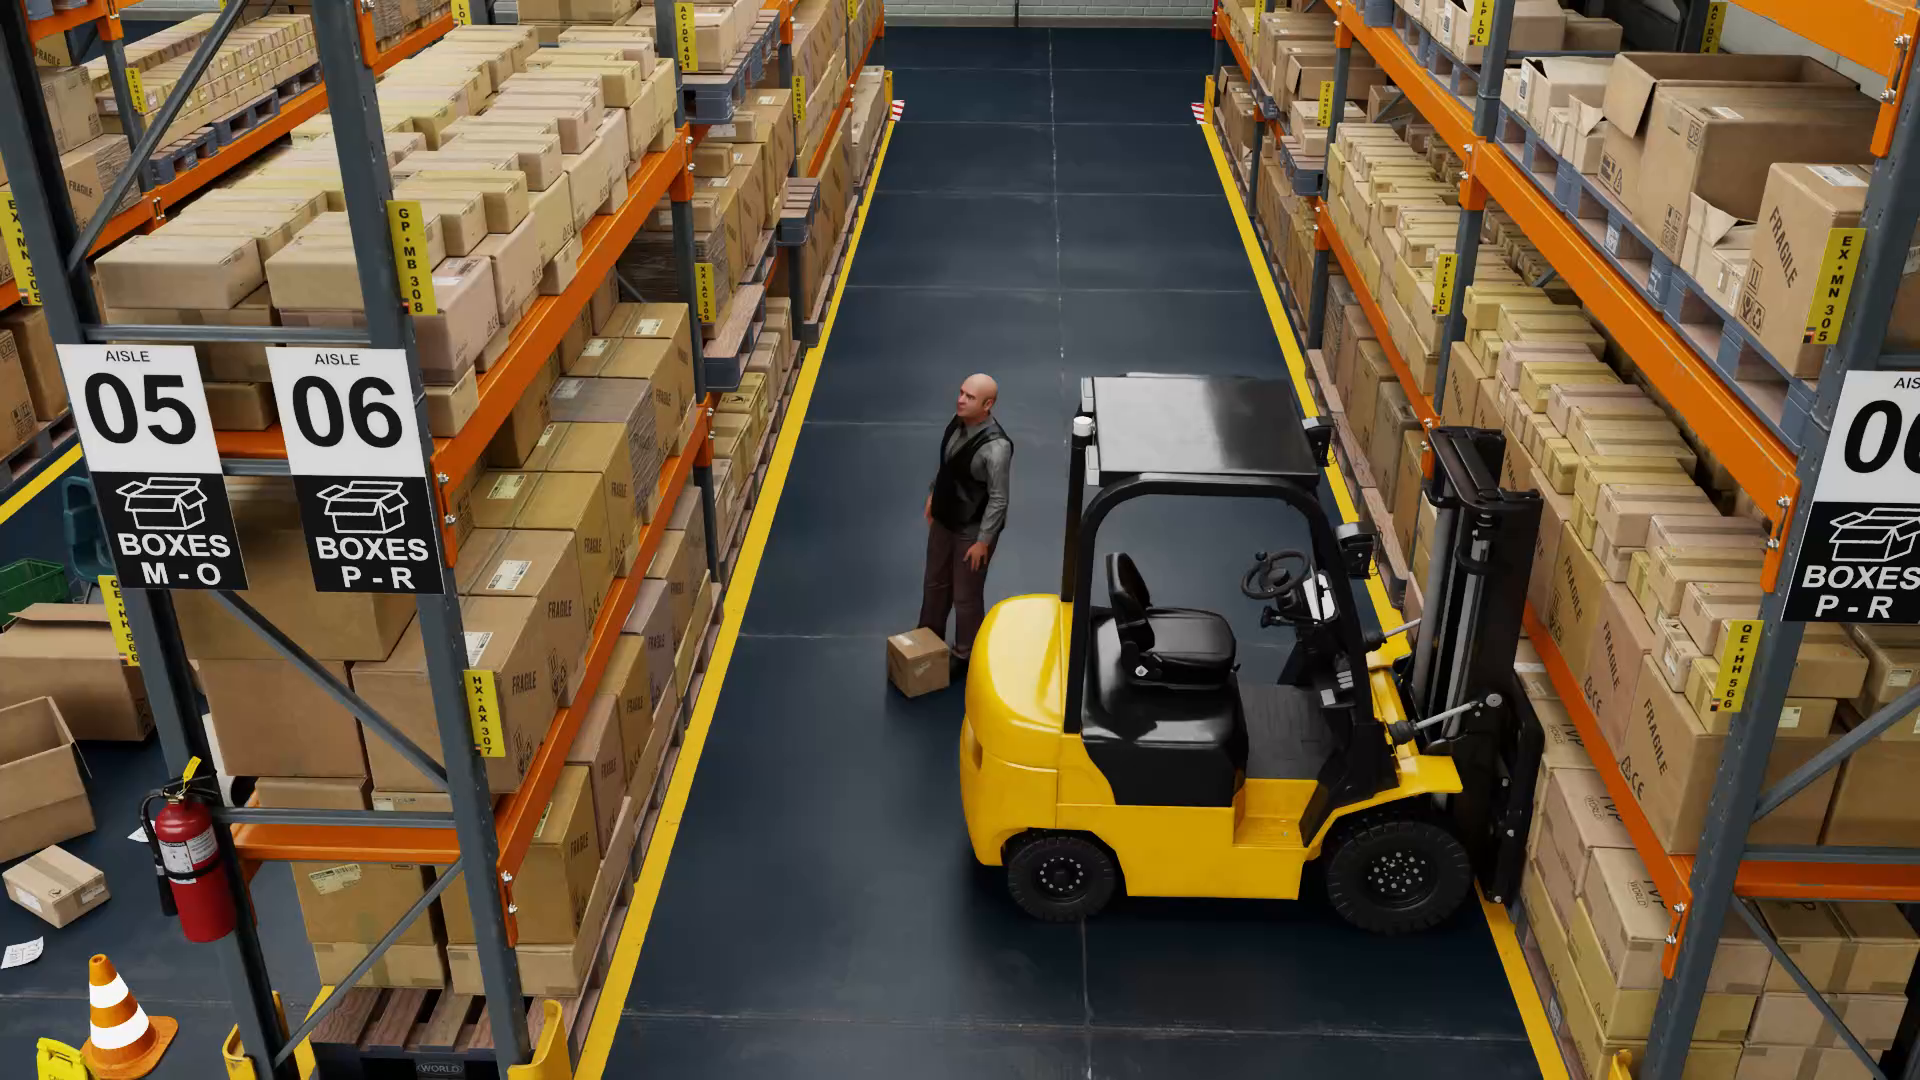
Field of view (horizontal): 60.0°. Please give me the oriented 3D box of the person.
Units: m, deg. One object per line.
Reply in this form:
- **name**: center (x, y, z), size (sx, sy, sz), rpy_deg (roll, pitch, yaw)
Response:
- **person**: center (-0.037, -0.061, 8.745), size (0.568, 1.720, 0.630), rpy_deg (-13, 31, -24)
